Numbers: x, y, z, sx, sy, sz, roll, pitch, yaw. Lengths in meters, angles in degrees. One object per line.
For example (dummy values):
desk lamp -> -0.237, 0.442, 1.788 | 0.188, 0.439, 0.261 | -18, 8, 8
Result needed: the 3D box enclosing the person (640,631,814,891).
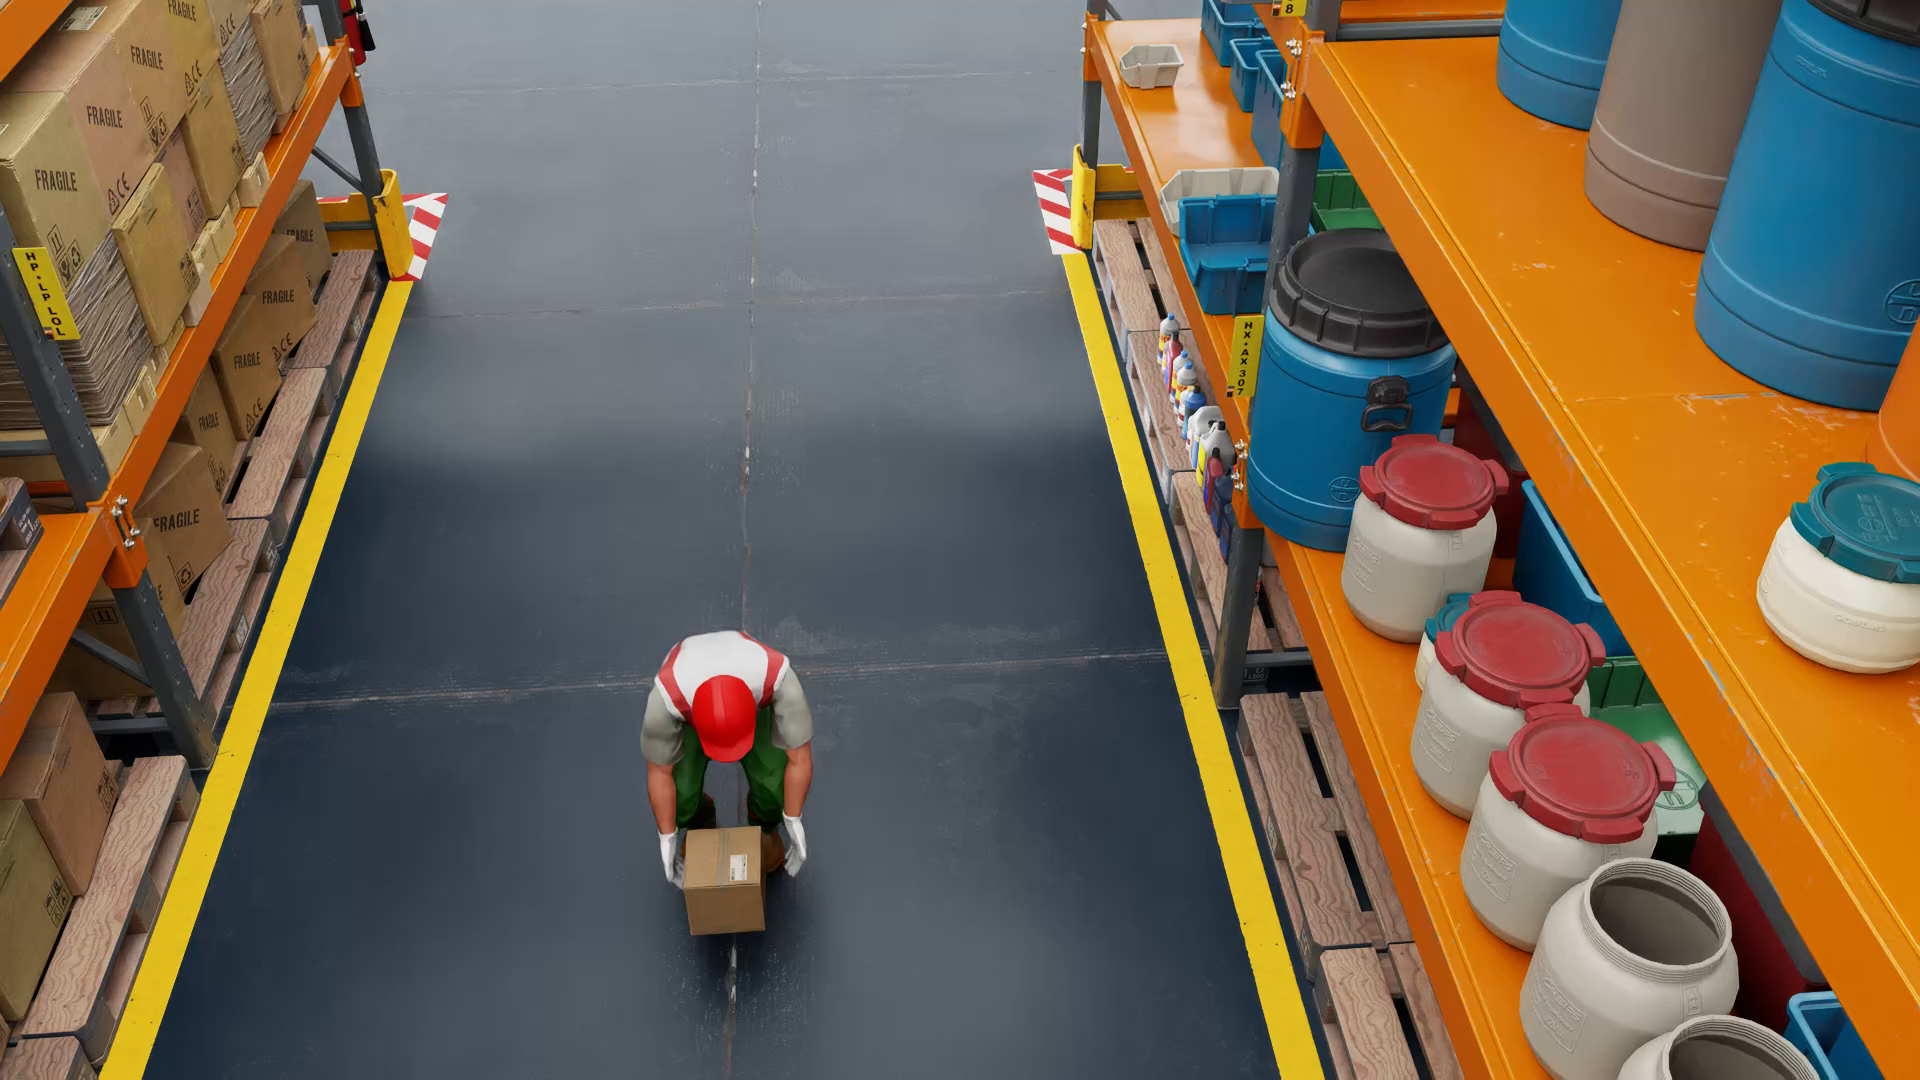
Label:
person -> -0.790, 0.711, 5.753 | 0.583, 1.161, 0.850 | -3, 39, -4
